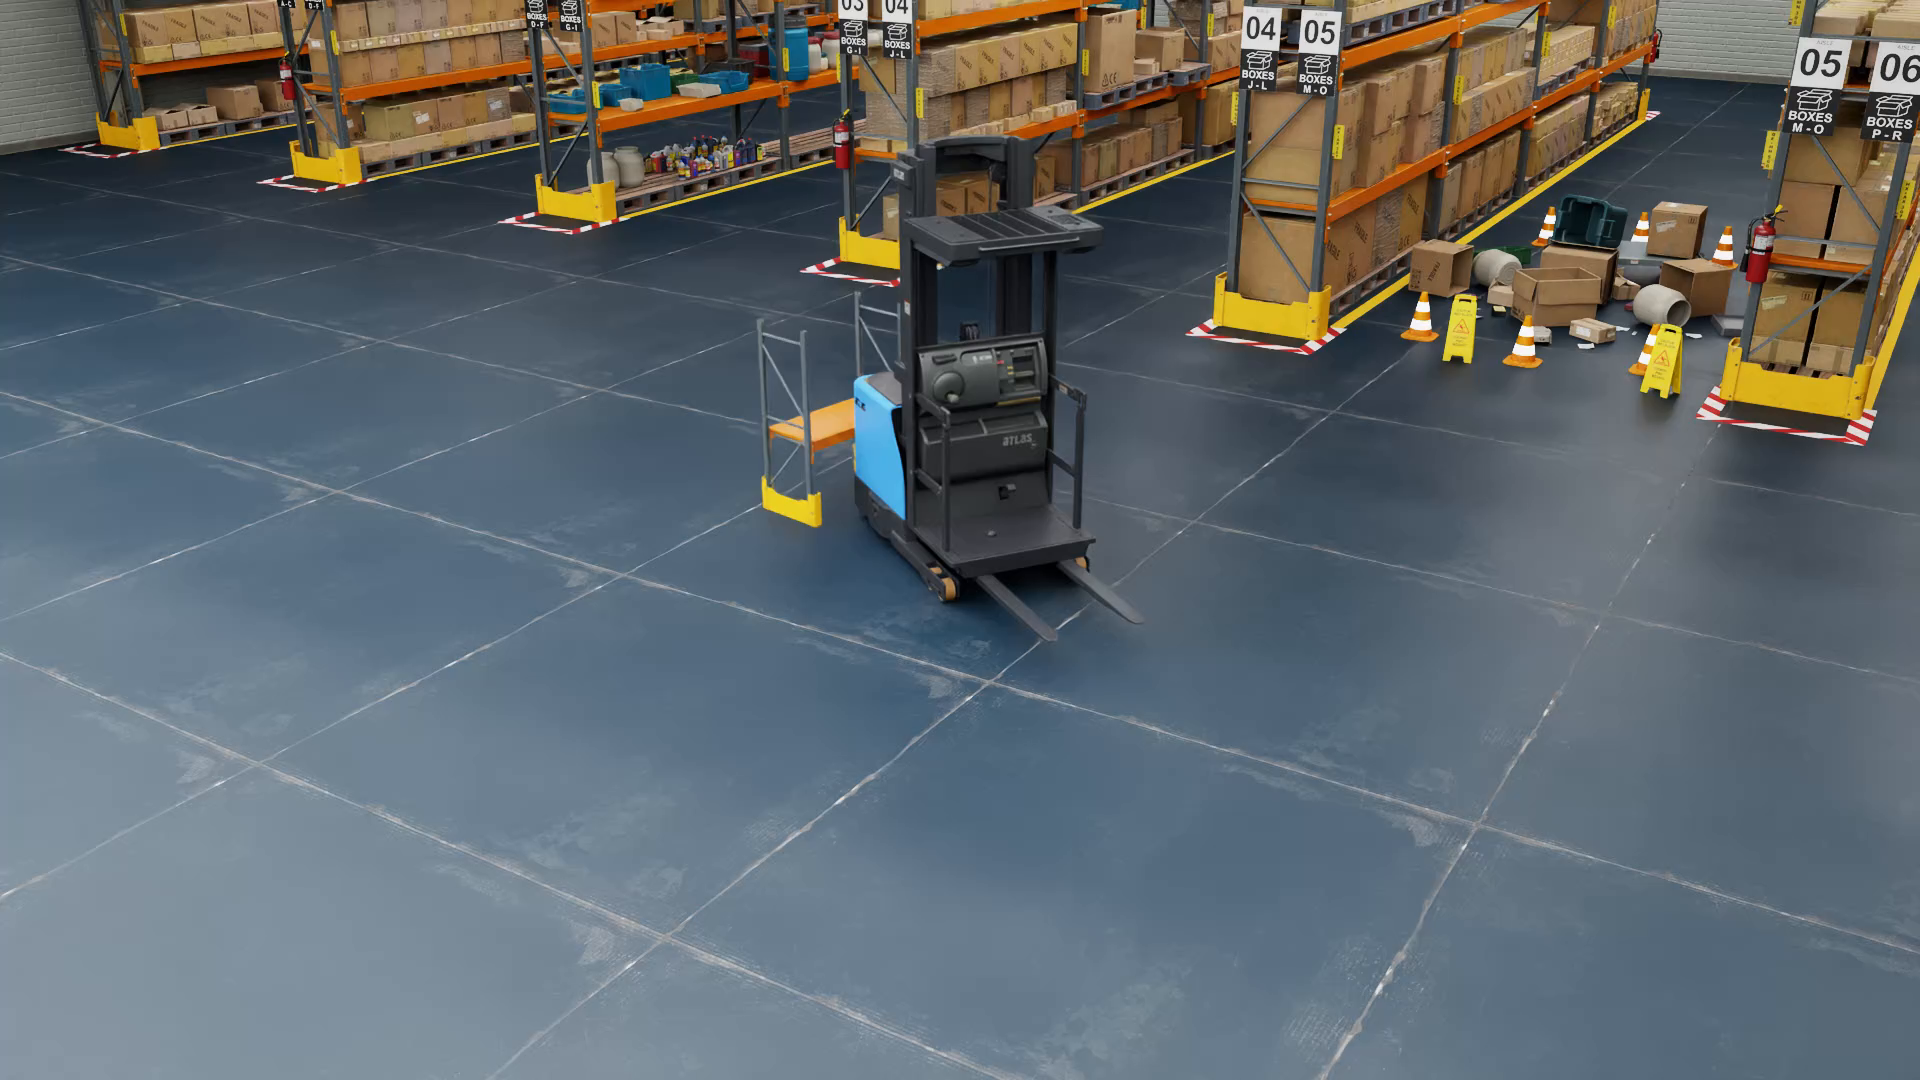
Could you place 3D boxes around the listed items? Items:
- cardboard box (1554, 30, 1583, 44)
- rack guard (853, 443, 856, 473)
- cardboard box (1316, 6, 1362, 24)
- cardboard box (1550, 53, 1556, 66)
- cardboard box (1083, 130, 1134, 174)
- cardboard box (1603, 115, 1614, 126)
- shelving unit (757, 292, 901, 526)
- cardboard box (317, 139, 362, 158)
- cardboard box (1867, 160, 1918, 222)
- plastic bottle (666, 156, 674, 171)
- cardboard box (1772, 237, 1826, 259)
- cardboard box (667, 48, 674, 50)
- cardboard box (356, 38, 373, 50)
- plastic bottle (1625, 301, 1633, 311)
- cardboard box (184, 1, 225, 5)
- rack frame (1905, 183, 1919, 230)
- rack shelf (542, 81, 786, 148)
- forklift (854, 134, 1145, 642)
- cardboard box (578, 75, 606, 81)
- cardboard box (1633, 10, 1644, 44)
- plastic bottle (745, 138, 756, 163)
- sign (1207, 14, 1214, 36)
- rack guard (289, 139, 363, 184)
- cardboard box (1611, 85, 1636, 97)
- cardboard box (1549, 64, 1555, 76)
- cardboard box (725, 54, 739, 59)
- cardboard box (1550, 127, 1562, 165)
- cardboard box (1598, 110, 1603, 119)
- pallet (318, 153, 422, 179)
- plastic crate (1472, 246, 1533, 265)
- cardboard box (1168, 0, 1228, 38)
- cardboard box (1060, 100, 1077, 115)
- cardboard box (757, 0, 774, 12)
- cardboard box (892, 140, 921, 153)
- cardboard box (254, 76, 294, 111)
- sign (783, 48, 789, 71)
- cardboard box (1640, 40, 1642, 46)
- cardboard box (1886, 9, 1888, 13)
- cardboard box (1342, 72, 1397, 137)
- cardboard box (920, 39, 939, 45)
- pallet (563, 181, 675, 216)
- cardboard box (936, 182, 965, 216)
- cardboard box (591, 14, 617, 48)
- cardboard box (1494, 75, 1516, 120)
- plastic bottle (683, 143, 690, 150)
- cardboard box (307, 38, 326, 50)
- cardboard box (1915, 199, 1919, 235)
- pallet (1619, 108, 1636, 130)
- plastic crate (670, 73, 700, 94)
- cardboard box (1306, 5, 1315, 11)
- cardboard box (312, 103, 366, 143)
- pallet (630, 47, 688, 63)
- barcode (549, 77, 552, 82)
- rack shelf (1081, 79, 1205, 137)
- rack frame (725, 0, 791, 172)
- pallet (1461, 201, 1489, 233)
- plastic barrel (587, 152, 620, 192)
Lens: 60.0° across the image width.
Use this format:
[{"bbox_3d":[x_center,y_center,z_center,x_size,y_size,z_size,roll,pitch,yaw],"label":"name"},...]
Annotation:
[{"bbox_3d":[9.105,-7.544,24.940,0.380,0.149,0.250,14,27,29],"label":"cardboard box"},{"bbox_3d":[-0.622,-0.600,13.320,0.587,0.250,0.087,19,30,37],"label":"rack guard"},{"bbox_3d":[3.691,-5.135,16.221,0.380,0.149,0.250,14,27,29],"label":"cardboard box"},{"bbox_3d":[8.296,-6.889,23.802,0.380,0.149,0.250,14,27,29],"label":"cardboard box"},{"bbox_3d":[2.092,-5.613,24.033,0.700,0.500,0.500,11,26,24],"label":"cardboard box"},{"bbox_3d":[10.683,-7.023,27.757,0.380,0.149,0.250,13,27,28],"label":"cardboard box"},{"bbox_3d":[-0.952,-1.025,12.730,0.587,1.500,1.083,19,30,37],"label":"shelving unit"},{"bbox_3d":[-9.305,-5.911,25.061,0.500,0.250,0.500,14,27,29],"label":"cardboard box"},{"bbox_3d":[8.520,-3.215,15.400,0.500,0.500,0.500,13,27,28],"label":"cardboard box"},{"bbox_3d":[-4.189,-5.434,23.994,0.097,0.201,0.097,0,23,0],"label":"plastic bottle"},{"bbox_3d":[7.512,-2.639,14.886,0.380,0.149,0.250,15,28,31],"label":"cardboard box"},{"bbox_3d":[-6.735,-11.101,36.734,0.700,0.500,0.500,14,27,30],"label":"cardboard box"},{"bbox_3d":[-8.810,-7.258,24.297,0.380,0.149,0.250,13,27,28],"label":"cardboard box"},{"bbox_3d":[7.333,-2.542,18.045,0.133,0.061,0.283,20,30,38],"label":"plastic bottle"},{"bbox_3d":[-12.670,-8.775,27.964,0.500,0.500,0.500,14,27,30],"label":"cardboard box"},{"bbox_3d":[9.607,-3.933,17.560,1.000,3.000,0.127,14,27,29],"label":"rack frame"},{"bbox_3d":[-4.075,-6.043,23.338,1.077,0.370,4.000,14,27,29],"label":"rack shelf"},{"bbox_3d":[0.251,-1.119,11.144,1.130,2.935,3.031,-10,25,-22],"label":"forklift"},{"bbox_3d":[-6.454,-7.986,29.148,0.500,0.311,0.500,13,27,28],"label":"cardboard box"},{"bbox_3d":[11.124,-8.617,27.880,0.500,0.500,0.500,14,27,29],"label":"cardboard box"},{"bbox_3d":[-3.115,-5.756,24.552,0.144,0.351,0.185,13,27,28],"label":"plastic bottle"},{"bbox_3d":[3.763,-7.744,25.006,0.100,0.325,0.005,14,27,29],"label":"sign"},{"bbox_3d":[-9.349,-5.582,24.515,1.175,0.500,0.348,14,27,29],"label":"rack guard"},{"bbox_3d":[11.404,-7.725,28.631,0.380,0.149,0.250,13,27,28],"label":"cardboard box"},{"bbox_3d":[8.290,-6.746,23.844,0.380,0.149,0.250,15,28,31],"label":"cardboard box"},{"bbox_3d":[-4.549,-9.031,31.929,0.500,0.500,0.500,13,27,27],"label":"cardboard box"},{"bbox_3d":[8.577,-5.862,24.633,0.500,0.500,0.500,13,27,28],"label":"cardboard box"},{"bbox_3d":[10.331,-6.997,27.323,0.380,0.149,0.250,12,26,26],"label":"cardboard box"},{"bbox_3d":[-8.969,-5.724,25.207,1.003,0.211,1.213,14,27,29],"label":"pallet"},{"bbox_3d":[6.369,-3.339,19.655,0.662,0.188,0.450,-12,16,-26],"label":"plastic crate"},{"bbox_3d":[3.697,-8.110,25.818,0.797,0.503,0.637,15,28,31],"label":"cardboard box"},{"bbox_3d":[1.324,-5.760,22.097,0.380,0.149,0.250,14,27,29],"label":"cardboard box"},{"bbox_3d":[-3.886,-10.417,31.882,0.700,0.500,0.500,7,24,16],"label":"cardboard box"},{"bbox_3d":[-0.570,-4.591,19.395,0.380,0.149,0.250,14,27,29],"label":"cardboard box"},{"bbox_3d":[-11.950,-7.820,29.131,0.500,0.500,0.500,12,26,25],"label":"cardboard box"},{"bbox_3d":[-2.559,-7.056,24.425,0.100,0.325,0.005,14,27,29],"label":"sign"},{"bbox_3d":[11.463,-8.538,28.513,0.380,0.149,0.250,14,27,28],"label":"cardboard box"},{"bbox_3d":[8.603,-4.944,15.933,0.500,0.250,0.500,14,27,29],"label":"cardboard box"},{"bbox_3d":[4.089,-4.633,17.629,0.875,0.550,0.550,14,27,29],"label":"cardboard box"},{"bbox_3d":[-0.583,-5.708,19.902,0.500,0.500,0.500,14,27,29],"label":"cardboard box"},{"bbox_3d":[-4.697,-4.727,22.903,1.003,0.211,1.213,14,27,29],"label":"pallet"},{"bbox_3d":[-0.293,-4.122,20.613,0.500,0.500,0.500,-20,31,-39],"label":"cardboard box"},{"bbox_3d":[-6.265,-8.736,28.527,0.500,0.500,0.500,14,27,29],"label":"cardboard box"},{"bbox_3d":[6.920,-5.787,21.717,0.500,0.500,0.500,13,27,28],"label":"cardboard box"},{"bbox_3d":[-4.021,-5.707,24.523,0.061,0.283,0.133,15,28,31],"label":"plastic bottle"},{"bbox_3d":[-9.297,-7.249,24.278,0.380,0.149,0.250,13,27,28],"label":"cardboard box"},{"bbox_3d":[11.410,-4.081,20.681,0.950,0.372,0.625,12,26,25],"label":"cardboard box"},{"bbox_3d":[11.179,-7.414,29.111,1.003,0.211,1.213,14,27,29],"label":"pallet"},{"bbox_3d":[-3.976,-6.552,23.875,0.450,0.188,0.662,14,27,29],"label":"plastic crate"},{"bbox_3d":[3.394,-5.441,16.929,0.380,0.149,0.250,14,27,30],"label":"cardboard box"},{"bbox_3d":[-9.306,-6.255,24.913,0.500,0.500,0.500,14,27,29],"label":"cardboard box"},{"bbox_3d":[-6.749,-10.785,36.896,1.003,0.211,1.213,14,27,29],"label":"pallet"},{"bbox_3d":[-6.738,-7.581,27.371,0.001,0.075,0.075,14,27,29],"label":"barcode"},{"bbox_3d":[2.242,-6.355,24.059,1.077,0.370,4.000,14,27,29],"label":"rack shelf"},{"bbox_3d":[-3.020,-7.048,24.754,1.000,3.000,0.127,14,27,29],"label":"rack frame"},{"bbox_3d":[6.334,-4.346,22.024,1.003,0.211,1.213,14,27,29],"label":"pallet"},{"bbox_3d":[-4.848,-4.987,22.597,0.421,0.512,0.421,0,23,0],"label":"plastic barrel"}]
